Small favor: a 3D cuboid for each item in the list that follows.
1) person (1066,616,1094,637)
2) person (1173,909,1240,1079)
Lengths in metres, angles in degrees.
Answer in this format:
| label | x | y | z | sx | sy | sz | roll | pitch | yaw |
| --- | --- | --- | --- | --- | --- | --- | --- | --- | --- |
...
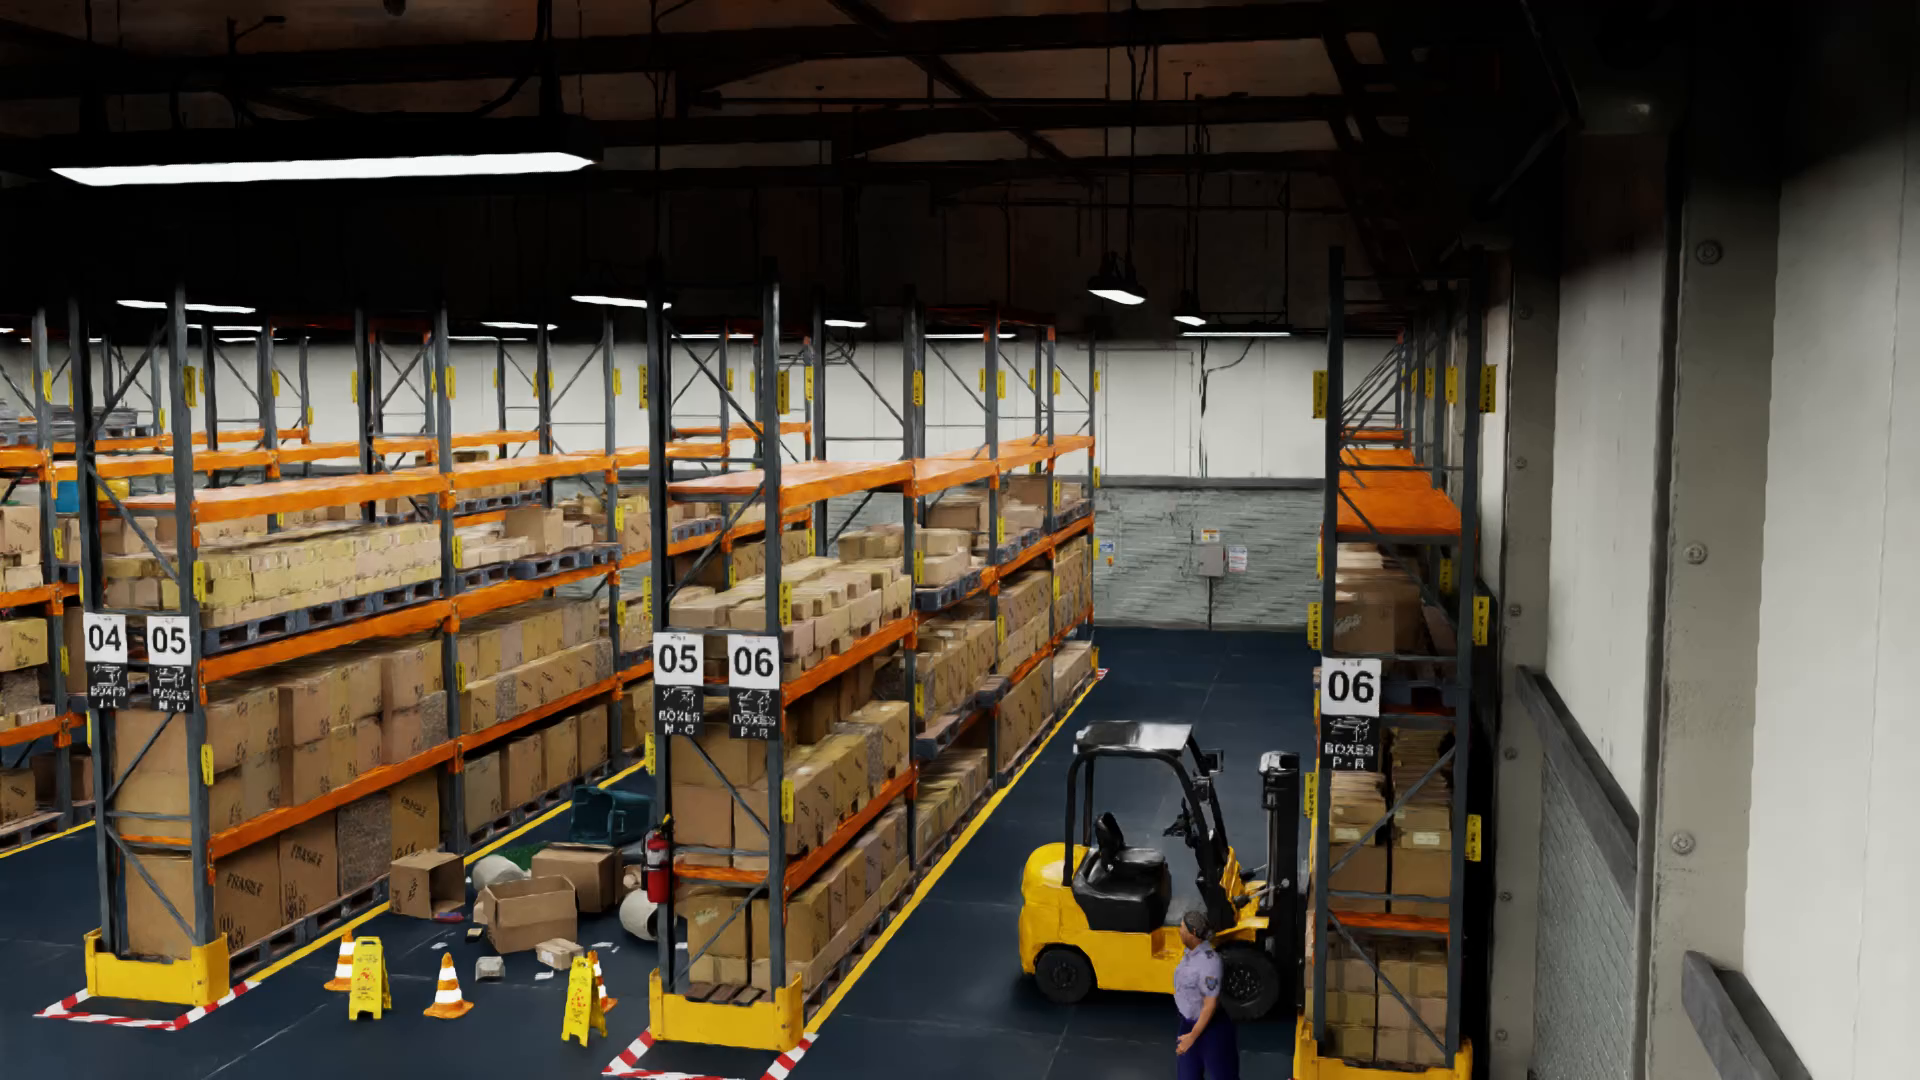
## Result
| label | x | y | z | sx | sy | sz | roll | pitch | yaw |
| --- | --- | --- | --- | --- | --- | --- | --- | --- | --- |
| person | 2.307 | 1.008 | 32.470 | 0.618 | 1.784 | 0.566 | -2 | 6 | -21 |
| person | 1.654 | 3.247 | 10.994 | 0.687 | 1.634 | 0.517 | -2 | 6 | -16 |
